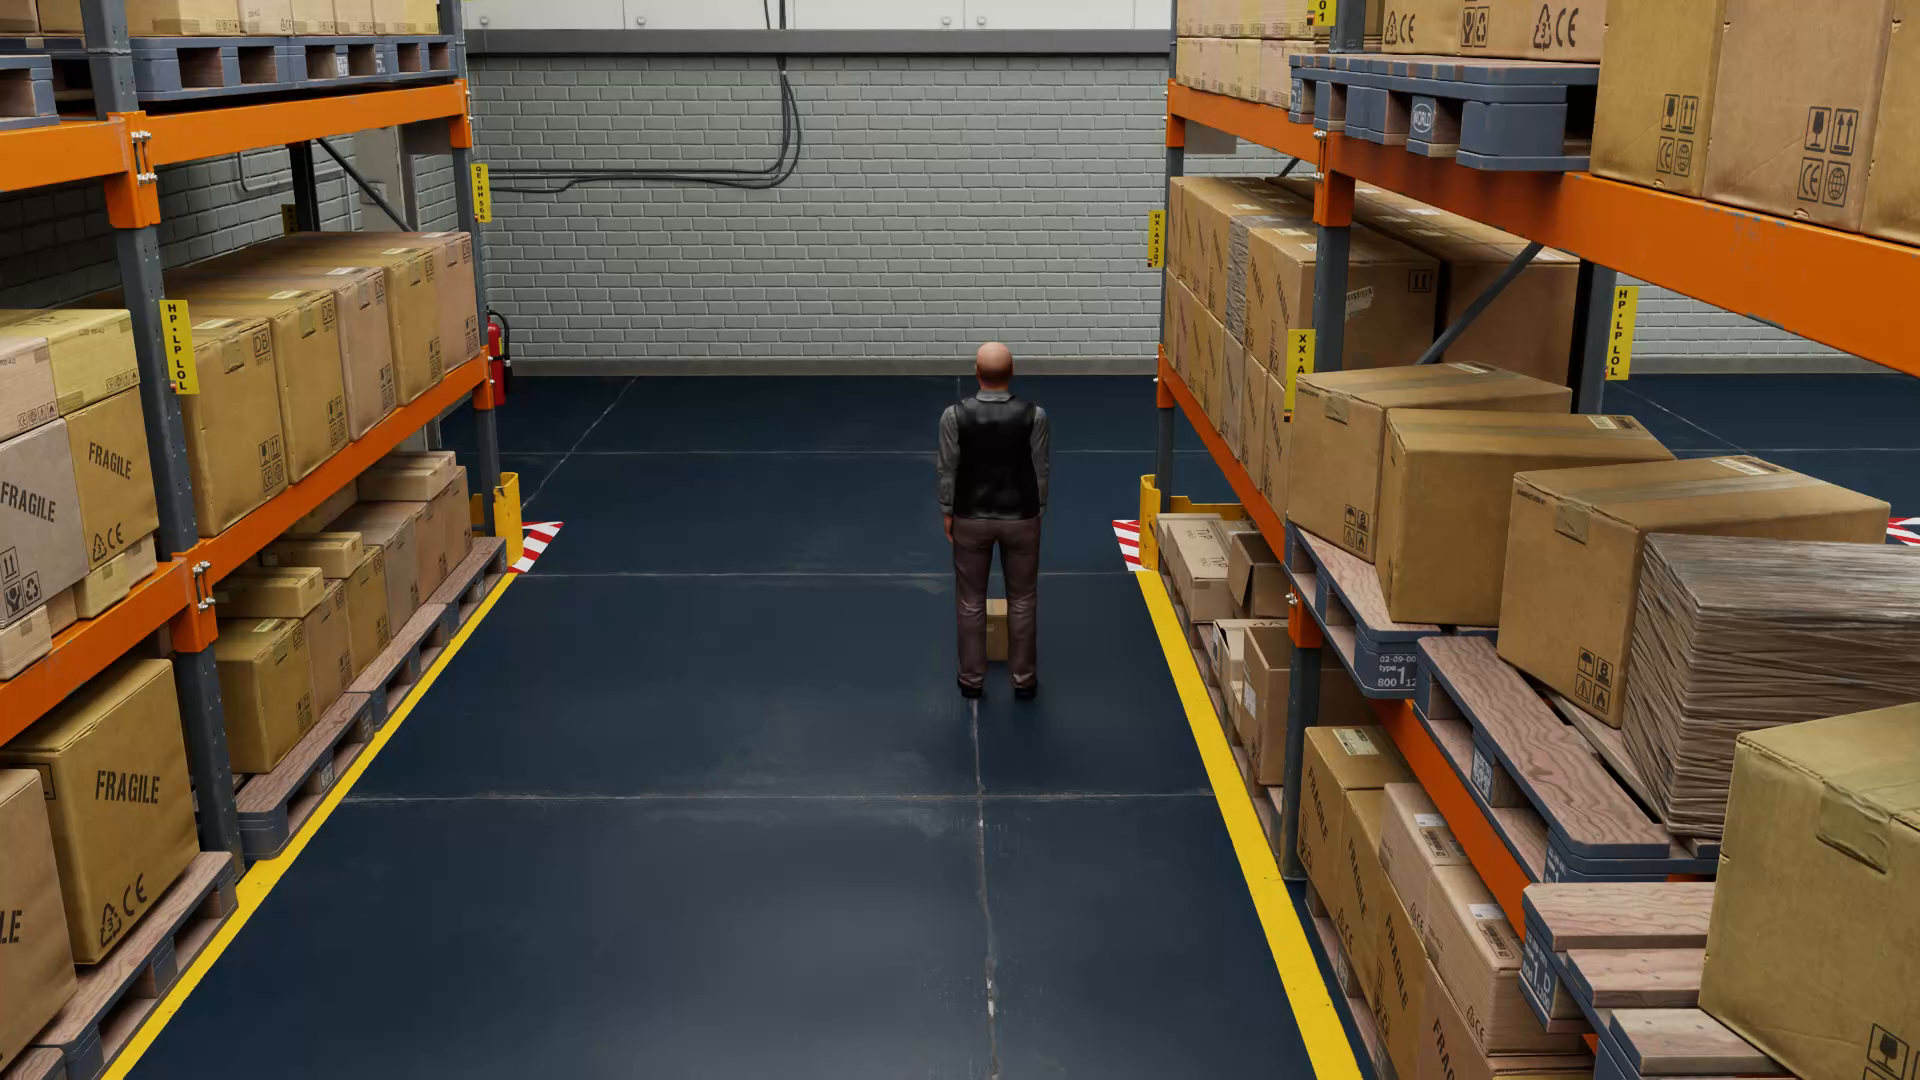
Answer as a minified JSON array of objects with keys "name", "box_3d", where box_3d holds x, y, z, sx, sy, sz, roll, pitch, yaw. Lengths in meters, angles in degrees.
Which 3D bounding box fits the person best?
[{"name":"person","box_3d":[0.155,-0.090,7.901,0.532,1.717,0.360,0,17,0]}]
